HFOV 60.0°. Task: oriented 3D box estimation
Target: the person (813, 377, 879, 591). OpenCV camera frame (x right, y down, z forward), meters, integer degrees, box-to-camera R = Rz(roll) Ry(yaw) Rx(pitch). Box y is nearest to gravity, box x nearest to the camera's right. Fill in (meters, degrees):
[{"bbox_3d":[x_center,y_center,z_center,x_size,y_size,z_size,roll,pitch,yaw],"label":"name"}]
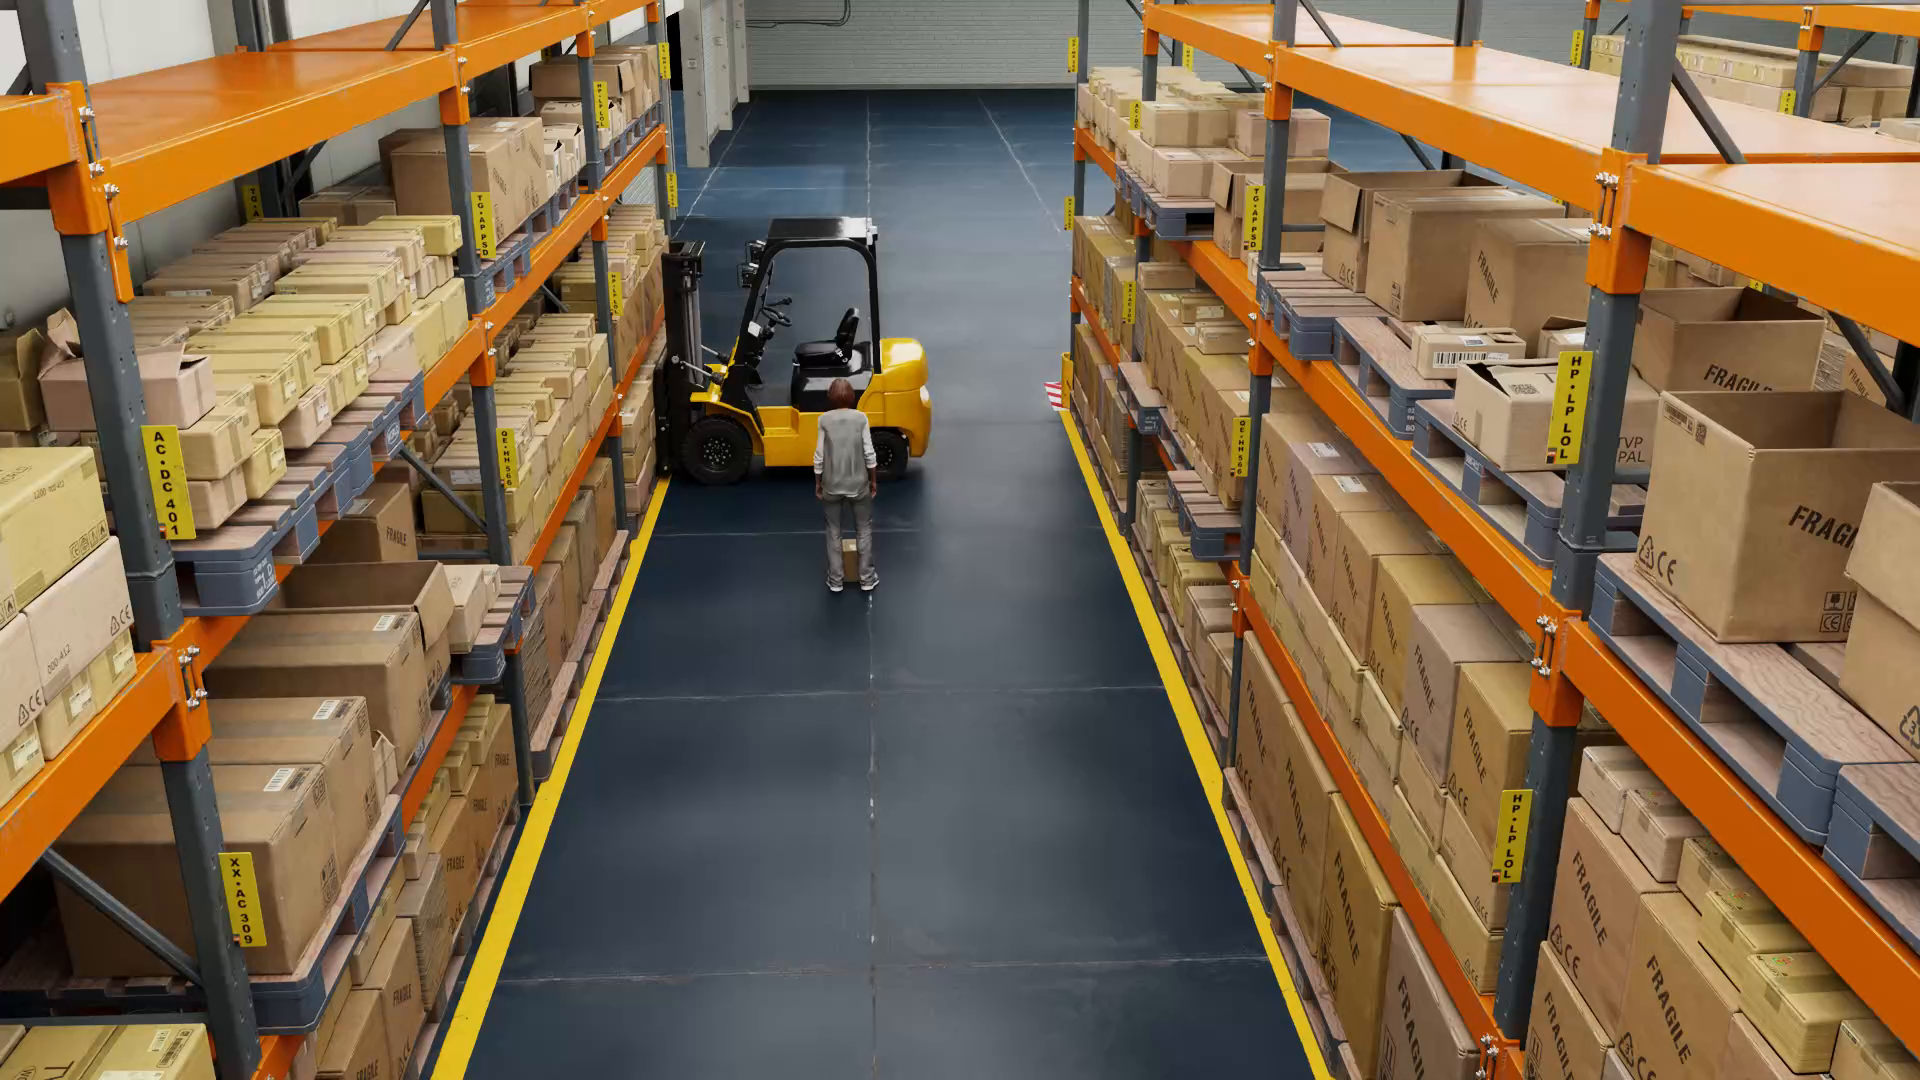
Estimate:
[{"bbox_3d":[-0.833,-0.389,12.123,0.460,1.592,0.343,-1,21,-3],"label":"person"}]
